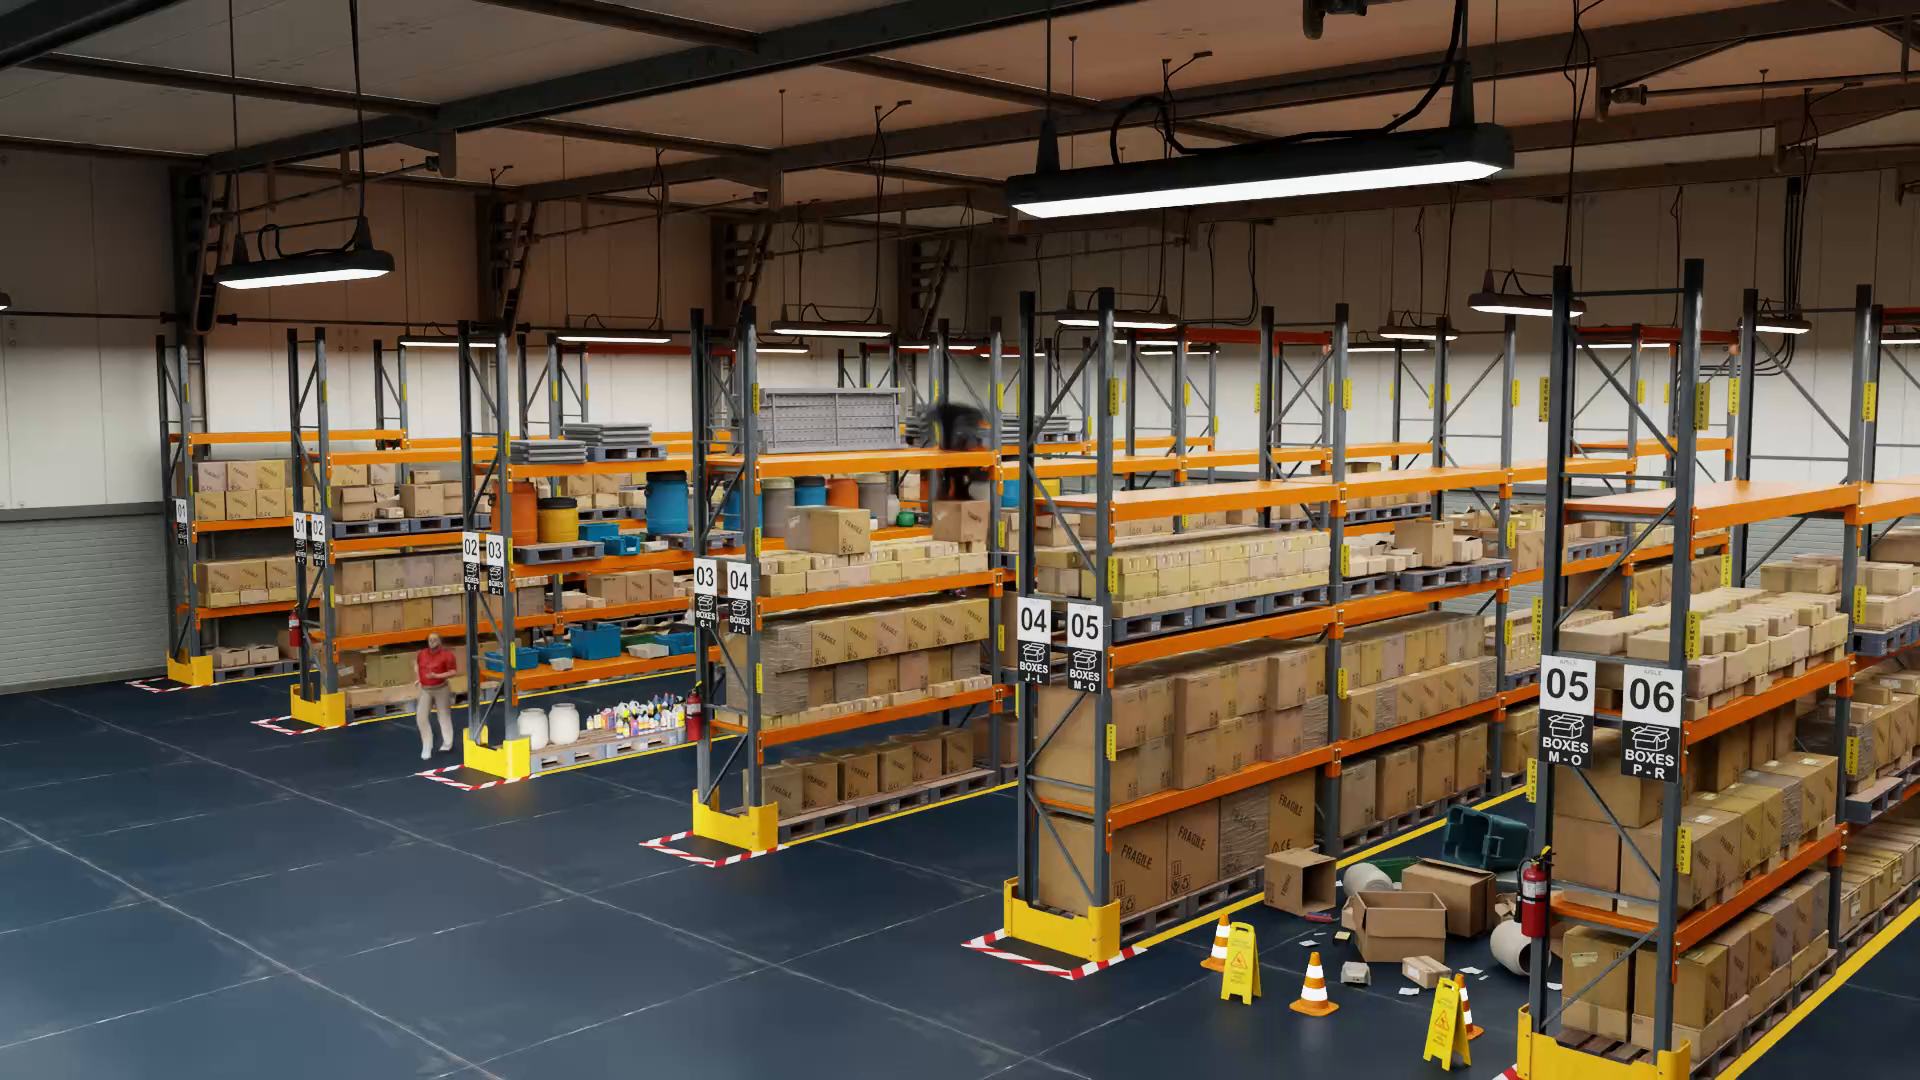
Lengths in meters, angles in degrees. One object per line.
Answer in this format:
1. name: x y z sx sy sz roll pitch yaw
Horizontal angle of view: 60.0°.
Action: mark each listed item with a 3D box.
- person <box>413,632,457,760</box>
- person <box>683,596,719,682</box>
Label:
1. person: -7.288 2.161 23.055 0.650 1.787 0.767 0 5 3
2. person: -4.446 1.717 28.538 0.607 1.557 0.773 2 6 20
